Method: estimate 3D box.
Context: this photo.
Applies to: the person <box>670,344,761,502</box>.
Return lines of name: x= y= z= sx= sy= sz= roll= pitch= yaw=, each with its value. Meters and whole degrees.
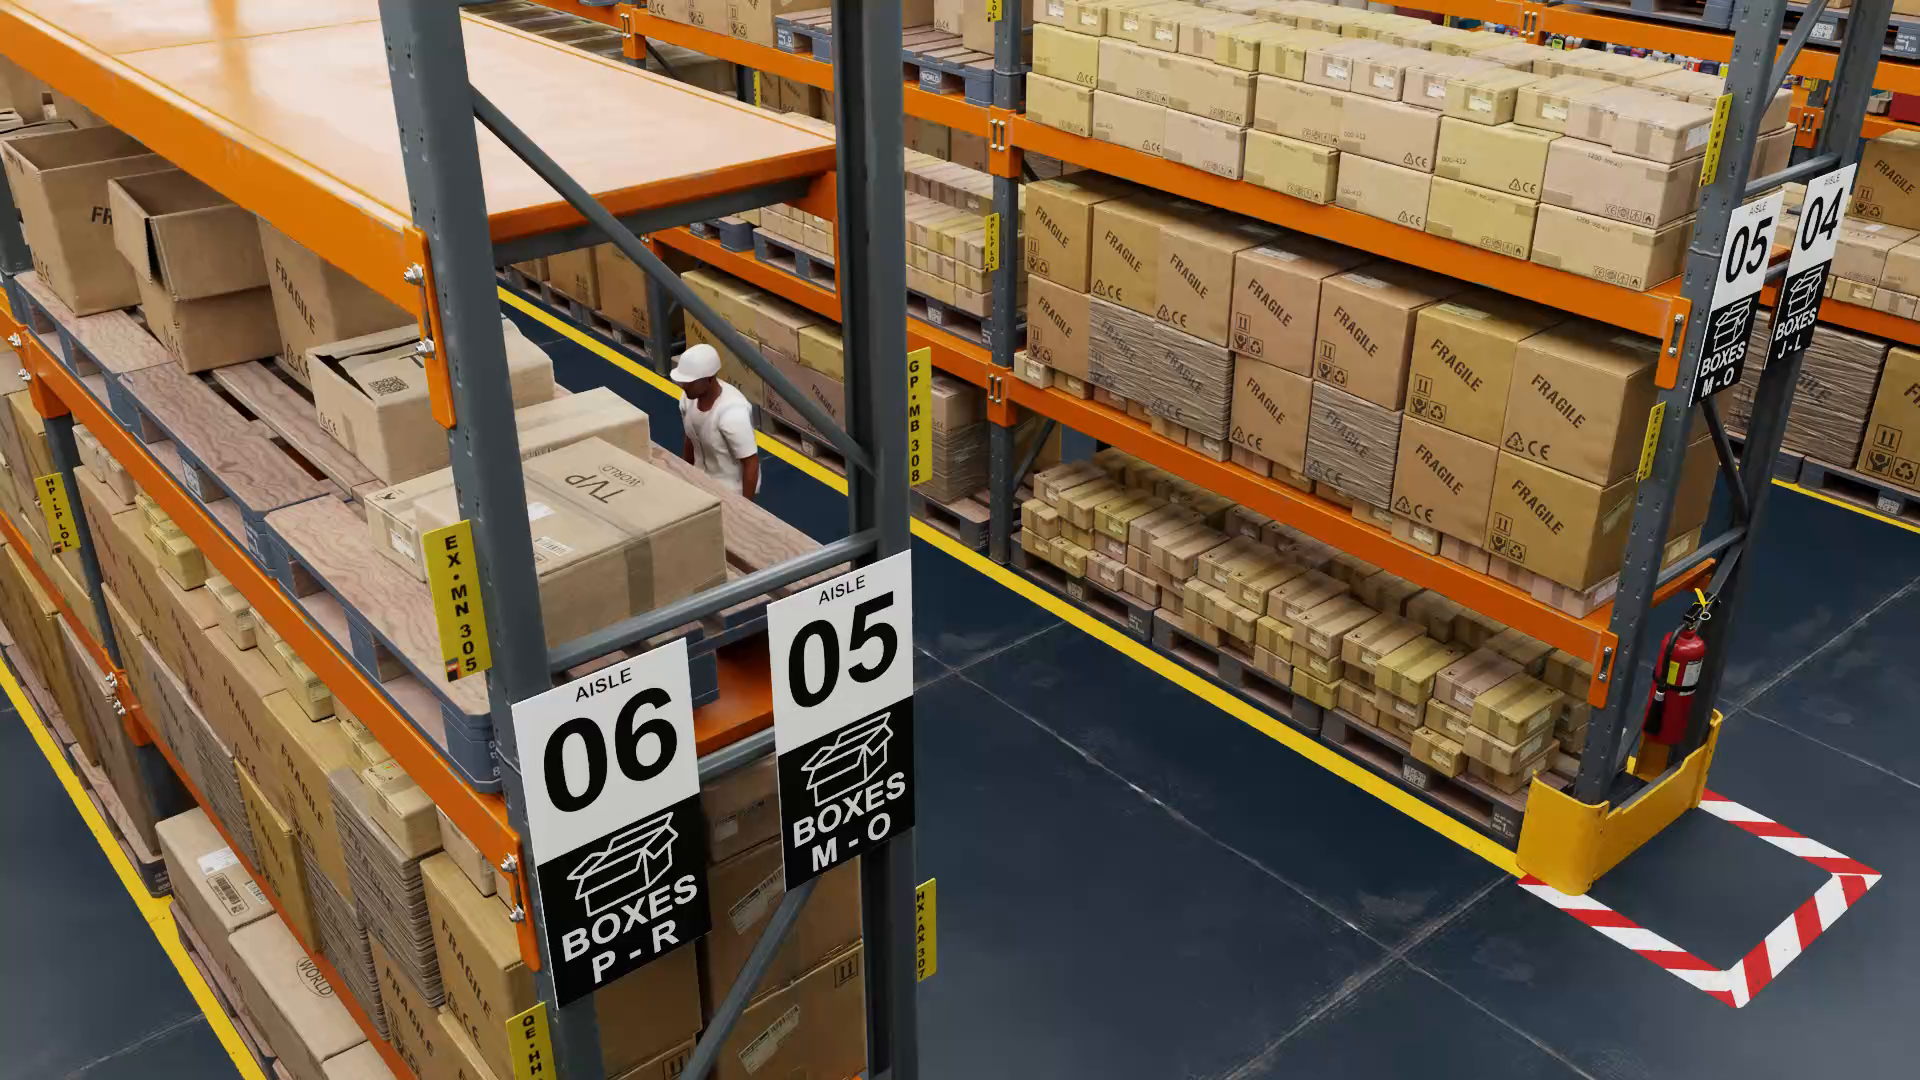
person: x=-1.364 y=-0.287 z=9.314 sx=0.461 sy=1.760 sz=0.636 roll=-23 pitch=36 yaw=-36
